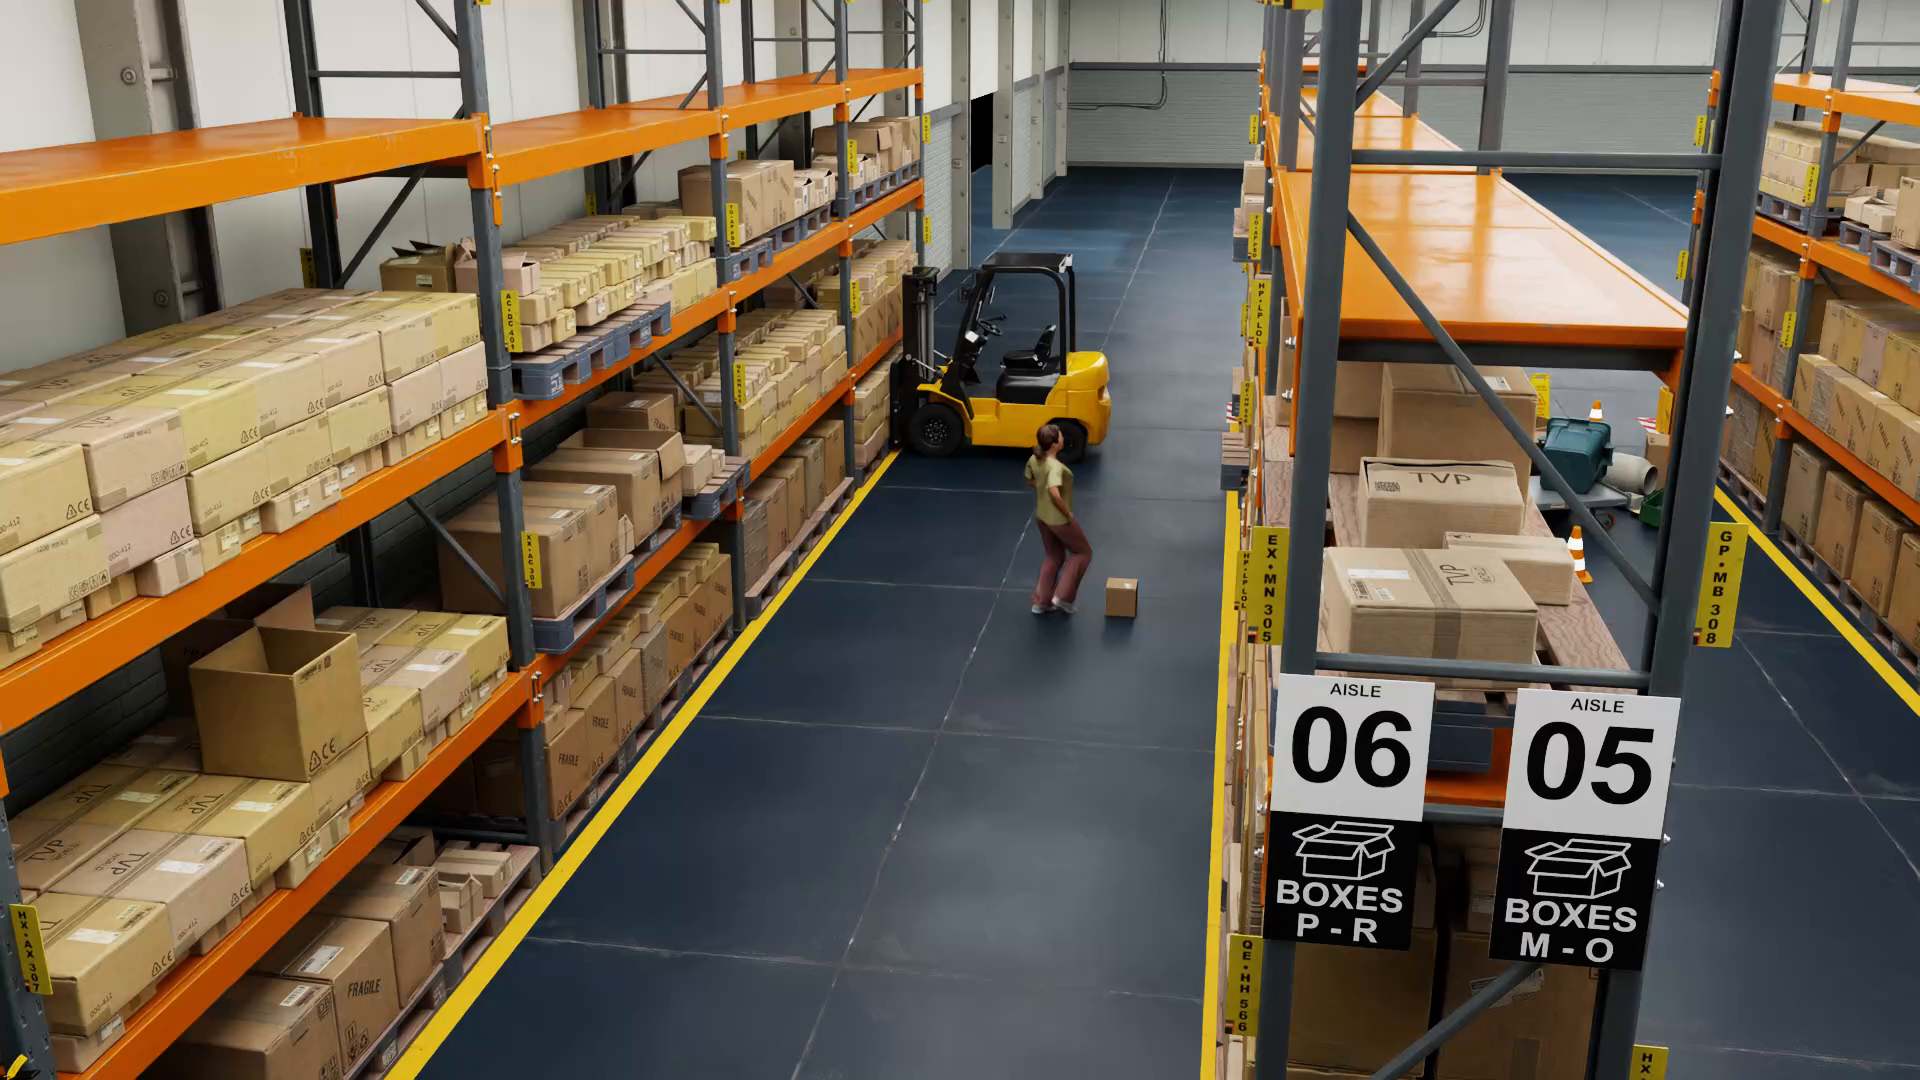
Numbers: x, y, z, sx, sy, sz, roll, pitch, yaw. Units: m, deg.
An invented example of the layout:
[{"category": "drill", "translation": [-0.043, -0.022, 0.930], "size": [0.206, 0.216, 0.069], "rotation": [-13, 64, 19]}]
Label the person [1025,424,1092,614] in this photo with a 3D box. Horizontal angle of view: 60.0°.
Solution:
[{"category": "person", "translation": [0.816, -0.151, 13.624], "size": [0.526, 1.674, 0.639], "rotation": [-10, 20, -27]}]
